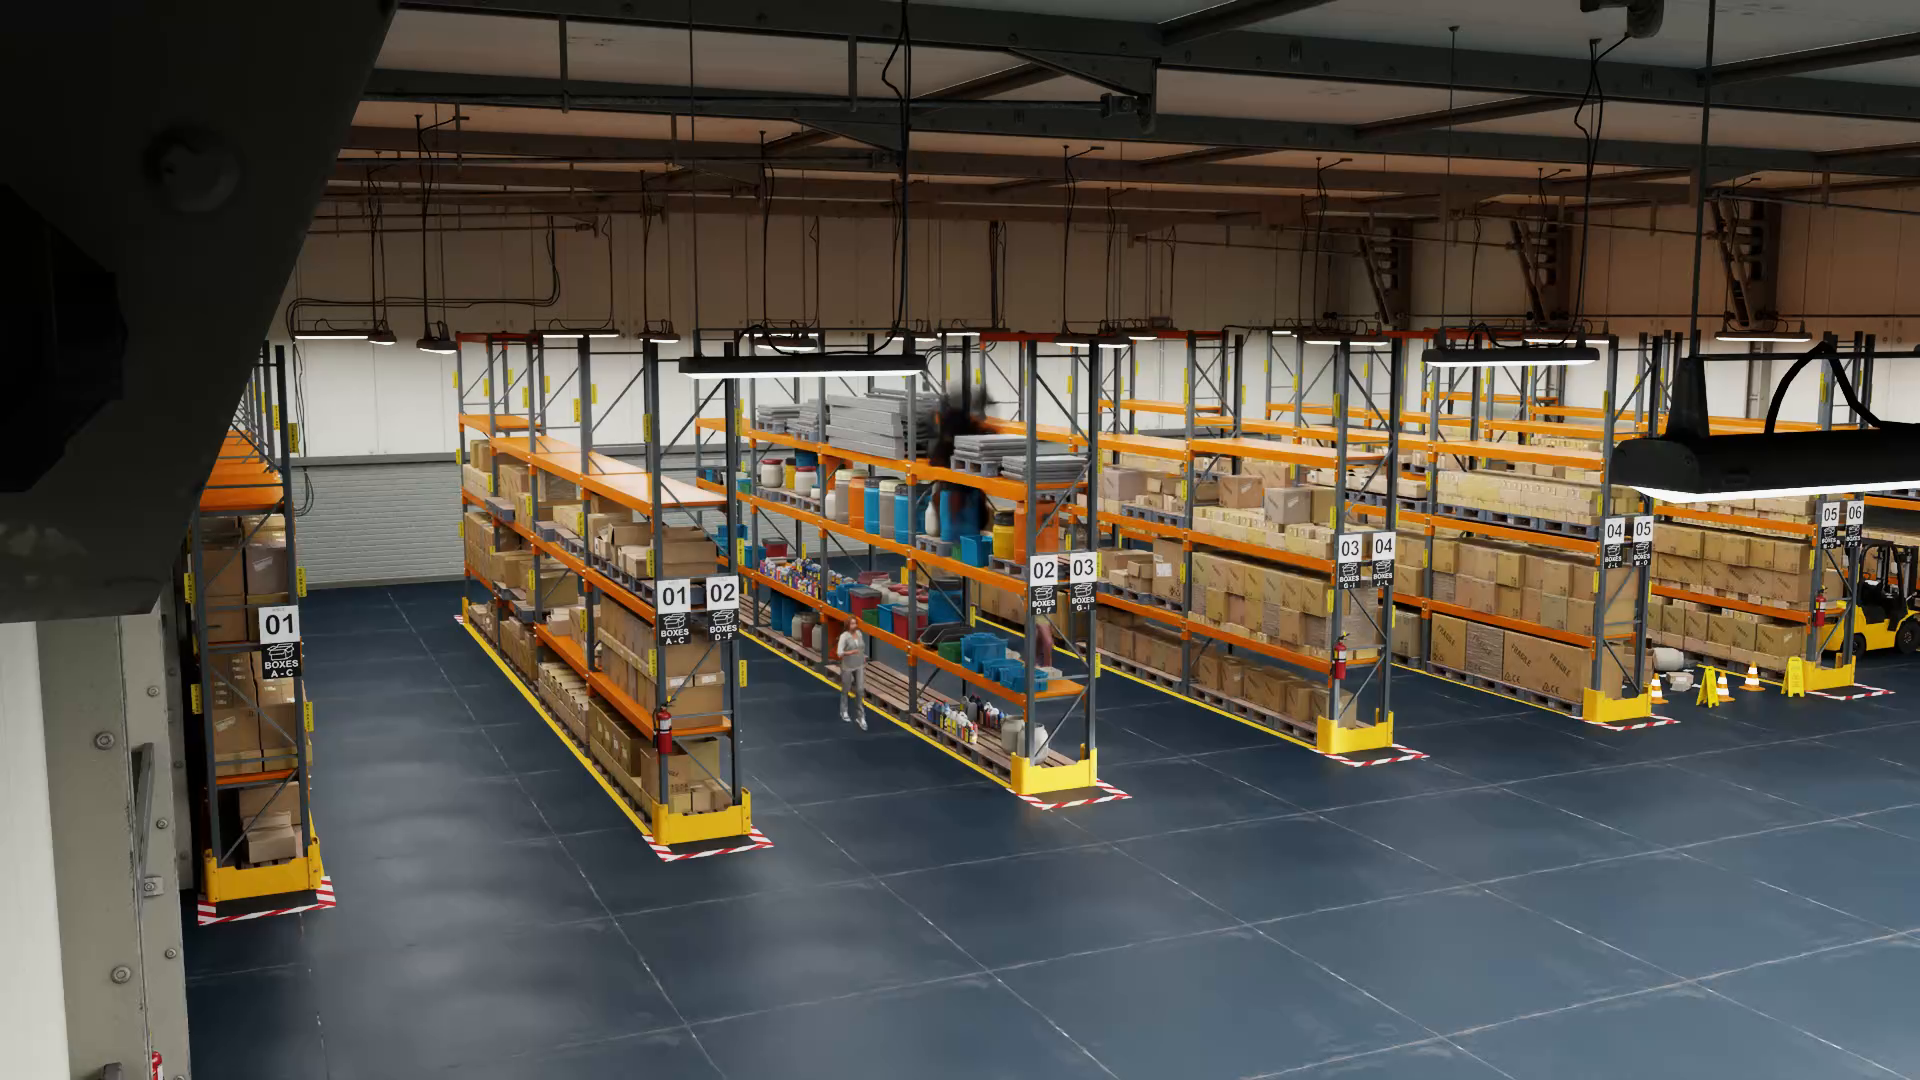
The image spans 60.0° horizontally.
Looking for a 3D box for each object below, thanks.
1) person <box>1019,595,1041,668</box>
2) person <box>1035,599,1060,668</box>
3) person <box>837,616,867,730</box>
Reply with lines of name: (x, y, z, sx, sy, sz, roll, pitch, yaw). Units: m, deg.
person: (1.448, 1.417, 30.142, 0.625, 1.838, 0.763, -4, 8, -24)
person: (1.442, 1.457, 28.427, 0.549, 1.704, 0.783, -5, 9, -32)
person: (-1.586, 1.936, 24.544, 0.519, 1.656, 0.673, -4, 9, -27)
